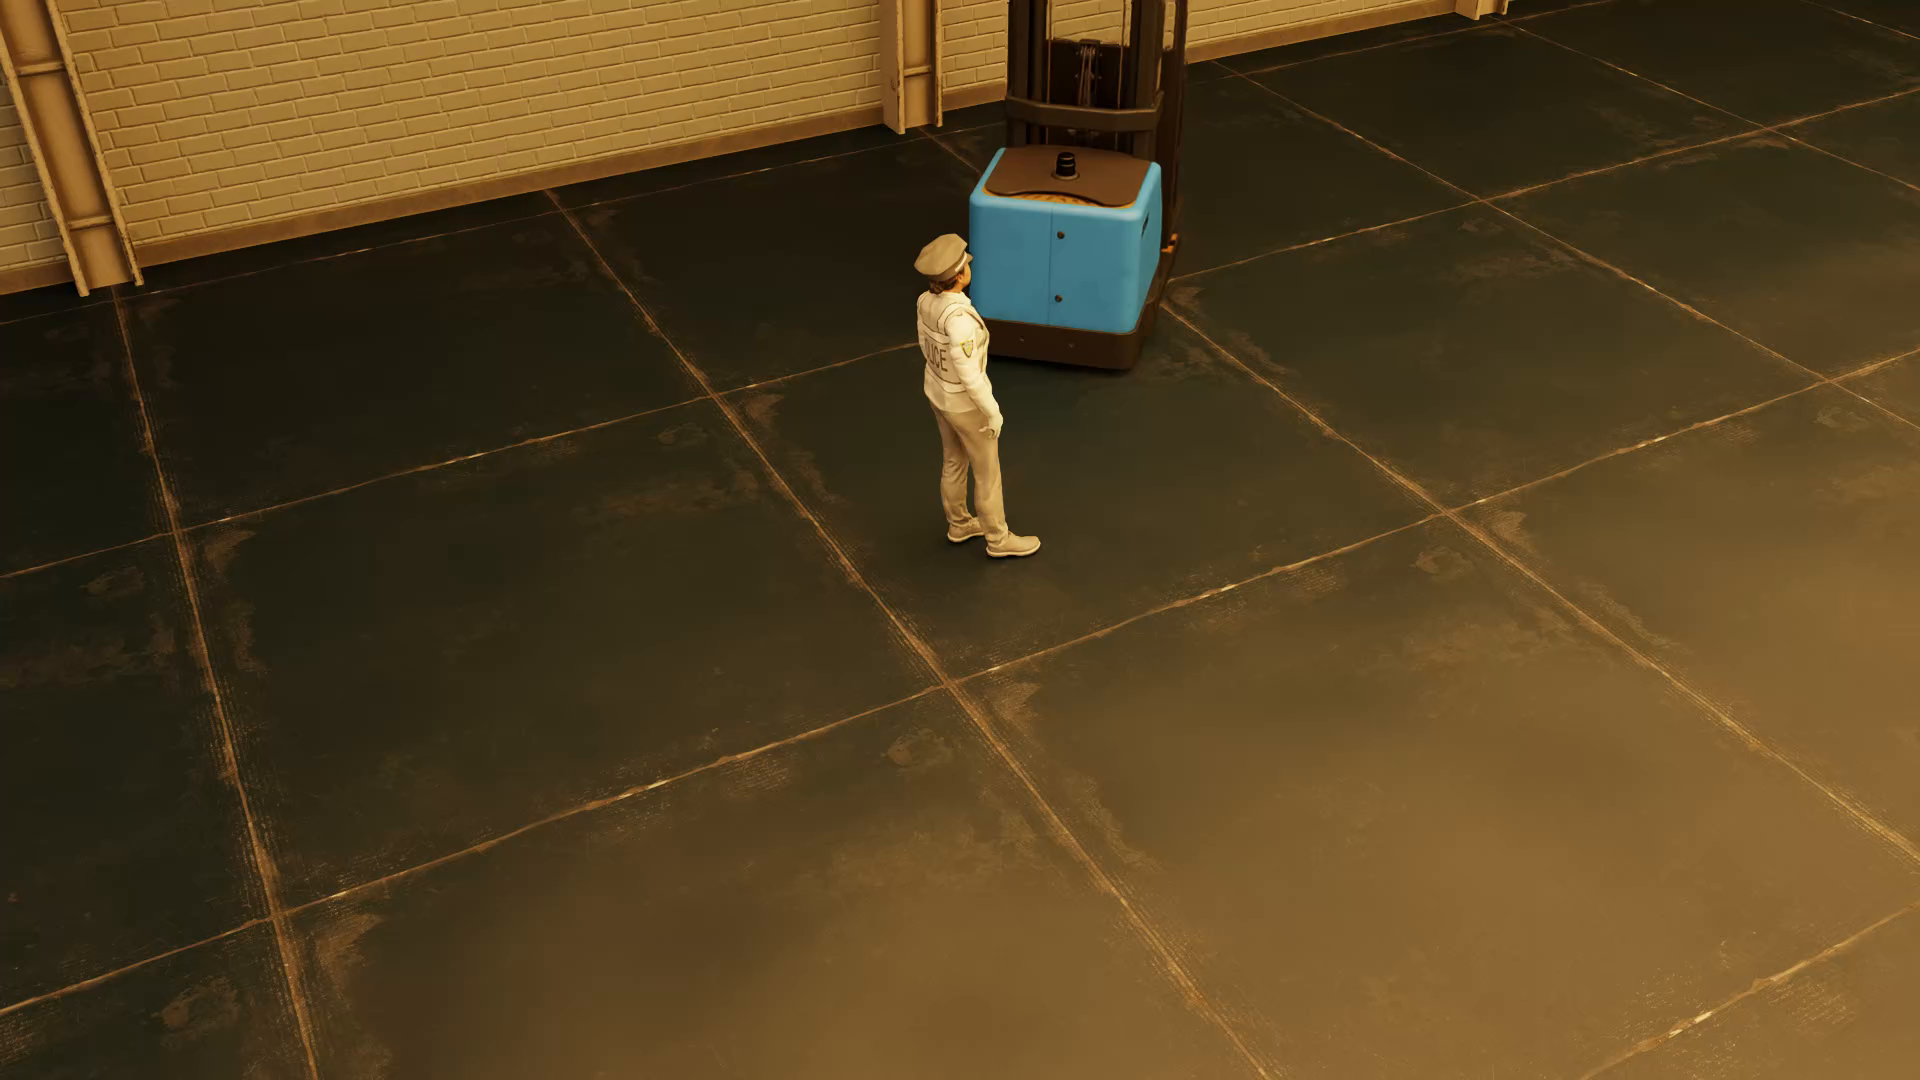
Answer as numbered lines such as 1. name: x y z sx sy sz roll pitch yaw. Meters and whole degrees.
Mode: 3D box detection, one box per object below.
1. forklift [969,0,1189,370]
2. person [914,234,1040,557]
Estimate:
1. forklift: 0.894 -3.068 10.463 1.130 2.935 3.031 8 36 12
2. person: 0.064 -0.713 8.190 0.532 1.694 0.586 -17 39 -23
